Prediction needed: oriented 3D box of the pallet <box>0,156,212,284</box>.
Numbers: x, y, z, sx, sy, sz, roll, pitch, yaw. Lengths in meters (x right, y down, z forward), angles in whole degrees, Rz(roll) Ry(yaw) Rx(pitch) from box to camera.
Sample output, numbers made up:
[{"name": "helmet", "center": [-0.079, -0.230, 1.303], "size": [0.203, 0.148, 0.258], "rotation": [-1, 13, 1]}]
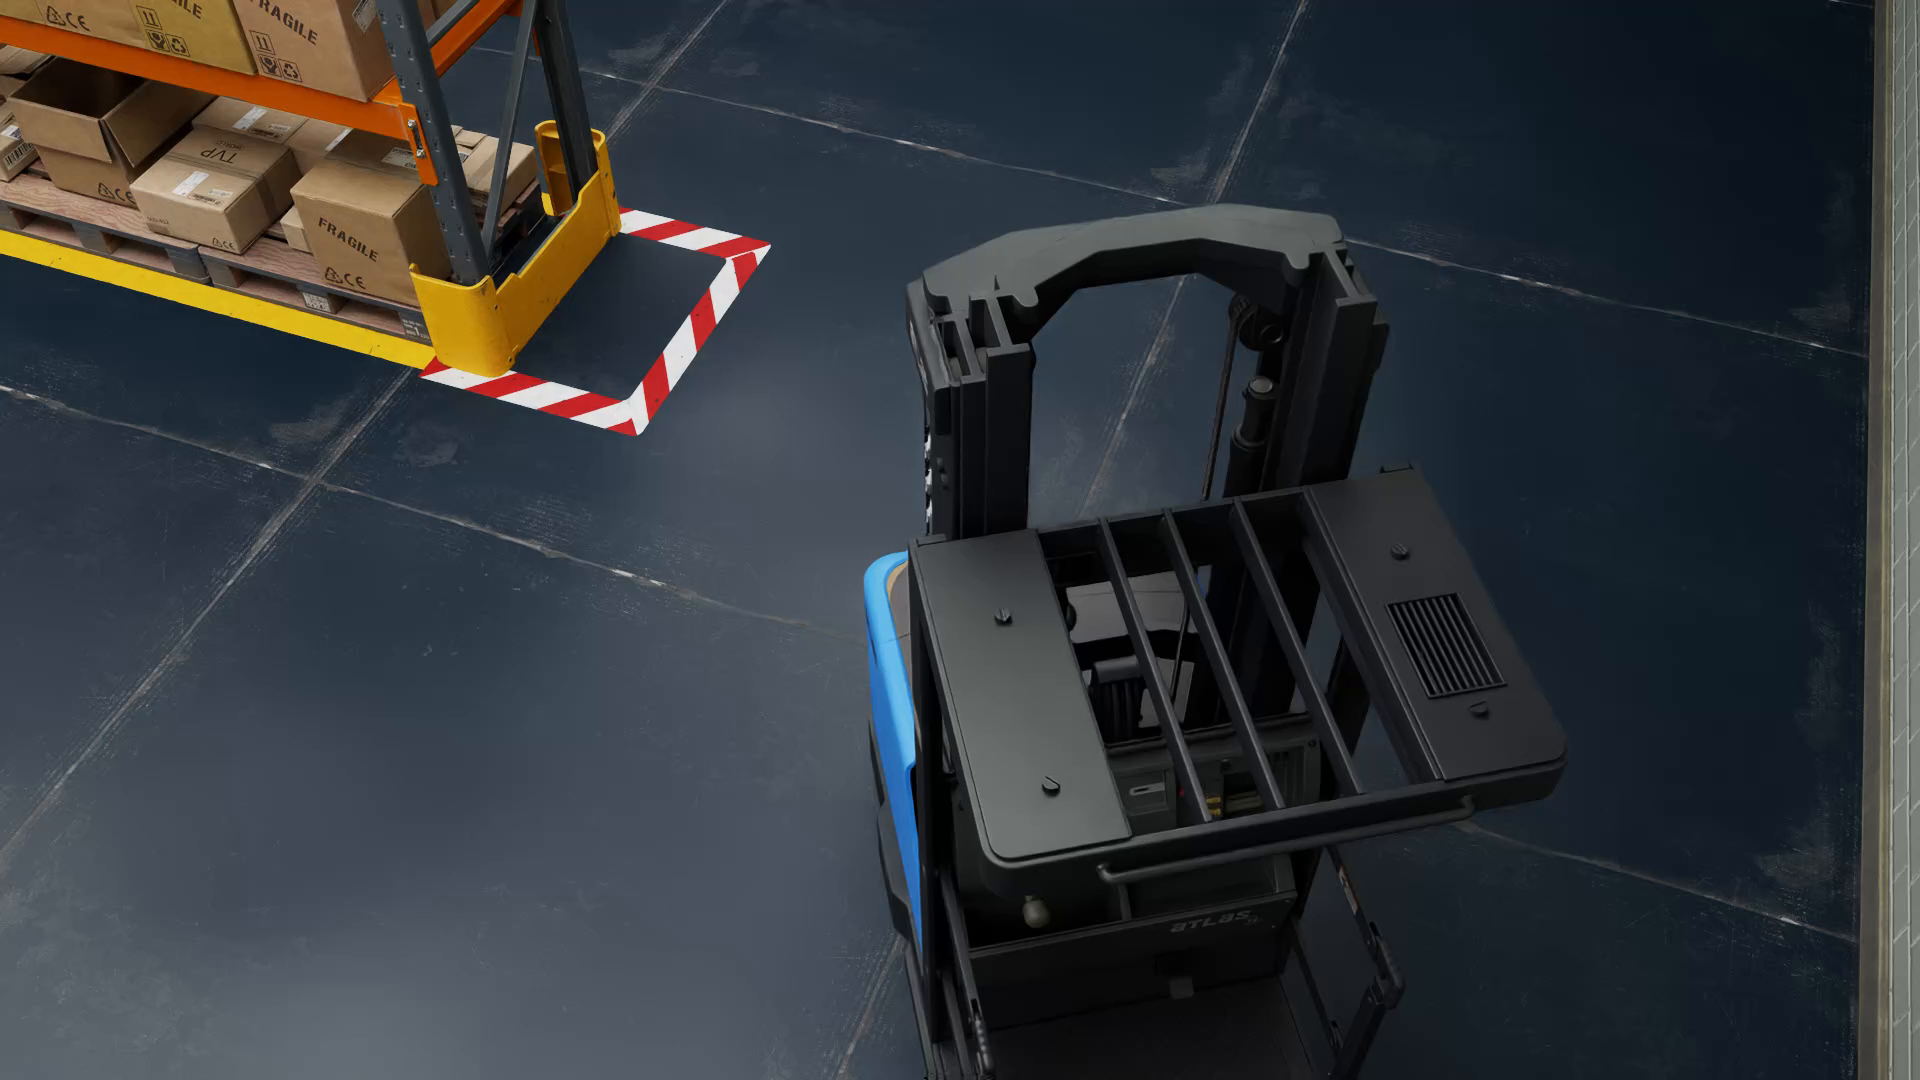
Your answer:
[{"name": "pallet", "center": [-3.842, -1.748, 7.992], "size": [1.213, 0.211, 1.003], "rotation": [16, 51, 13]}]

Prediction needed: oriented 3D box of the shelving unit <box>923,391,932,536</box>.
[{"name": "shelving unit", "center": [0.008, -0.293, 6.275], "size": [0.210, 0.900, 0.258], "rotation": [16, 51, 13]}]

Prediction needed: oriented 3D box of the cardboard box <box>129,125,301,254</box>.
[{"name": "cardboard box", "center": [-3.358, -1.594, 7.542], "size": [0.500, 0.250, 0.500], "rotation": [16, 51, 13]}]

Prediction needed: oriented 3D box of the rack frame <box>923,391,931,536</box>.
[{"name": "rack frame", "center": [-0.088, -0.319, 6.298], "size": [0.006, 0.900, 0.240], "rotation": [16, 51, 13]}]

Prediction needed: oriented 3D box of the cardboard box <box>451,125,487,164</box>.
[{"name": "cardboard box", "center": [-2.390, -1.748, 7.730], "size": [0.250, 0.166, 0.380], "rotation": [16, 51, 13]}]

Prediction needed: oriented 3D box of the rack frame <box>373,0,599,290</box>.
[{"name": "rack frame", "center": [-1.882, -2.113, 6.463], "size": [0.127, 3.000, 1.000], "rotation": [16, 51, 13]}]

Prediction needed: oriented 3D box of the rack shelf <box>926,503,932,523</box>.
[{"name": "rack shelf", "center": [0.008, -0.153, 6.436], "size": [0.200, 0.077, 0.258], "rotation": [16, 51, 13]}]

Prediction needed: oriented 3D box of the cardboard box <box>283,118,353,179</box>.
[{"name": "cardboard box", "center": [-2.763, -1.831, 7.747], "size": [0.500, 0.250, 0.500], "rotation": [16, 51, 13]}]

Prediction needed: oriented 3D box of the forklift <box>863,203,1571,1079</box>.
[{"name": "forklift", "center": [0.487, 0.814, 3.972], "size": [1.130, 2.935, 3.031], "rotation": [-9, 50, -8]}]

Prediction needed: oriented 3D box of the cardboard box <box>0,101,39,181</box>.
[{"name": "cardboard box", "center": [-4.500, -1.894, 7.857], "size": [0.250, 0.166, 0.380], "rotation": [16, 51, 13]}]

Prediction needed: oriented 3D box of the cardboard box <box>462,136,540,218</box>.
[{"name": "cardboard box", "center": [-2.156, -1.677, 7.680], "size": [0.250, 0.149, 0.380], "rotation": [16, 51, 13]}]

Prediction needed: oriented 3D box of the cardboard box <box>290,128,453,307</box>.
[{"name": "cardboard box", "center": [-2.477, -1.406, 7.213], "size": [0.500, 0.500, 0.500], "rotation": [16, 51, 13]}]

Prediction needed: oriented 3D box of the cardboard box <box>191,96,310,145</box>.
[{"name": "cardboard box", "center": [-3.232, -1.962, 7.860], "size": [0.500, 0.250, 0.500], "rotation": [16, 51, 13]}]

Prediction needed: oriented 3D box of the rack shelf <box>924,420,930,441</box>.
[{"name": "rack shelf", "center": [0.008, -0.448, 6.096], "size": [0.200, 0.077, 0.258], "rotation": [16, 51, 13]}]

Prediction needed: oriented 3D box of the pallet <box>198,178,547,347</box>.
[{"name": "pallet", "center": [-2.701, -1.427, 7.714], "size": [1.213, 0.211, 1.003], "rotation": [16, 51, 13]}]

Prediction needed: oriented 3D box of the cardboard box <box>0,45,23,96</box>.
[{"name": "cardboard box", "center": [-4.629, -2.367, 8.278], "size": [0.250, 0.149, 0.380], "rotation": [16, 51, 13]}]

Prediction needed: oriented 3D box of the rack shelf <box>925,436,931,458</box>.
[{"name": "rack shelf", "center": [0.008, -0.389, 6.164], "size": [0.200, 0.077, 0.258], "rotation": [16, 51, 13]}]

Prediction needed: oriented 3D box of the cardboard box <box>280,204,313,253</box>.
[{"name": "cardboard box", "center": [-2.826, -1.467, 7.487], "size": [0.250, 0.166, 0.380], "rotation": [16, 51, 13]}]

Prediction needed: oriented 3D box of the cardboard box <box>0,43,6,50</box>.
[{"name": "cardboard box", "center": [-5.001, -2.538, 8.194], "size": [0.500, 0.500, 0.500], "rotation": [16, 51, 13]}]

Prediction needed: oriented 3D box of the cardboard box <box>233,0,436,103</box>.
[{"name": "cardboard box", "center": [-2.396, -2.070, 6.359], "size": [0.500, 0.500, 0.500], "rotation": [17, 51, 14]}]

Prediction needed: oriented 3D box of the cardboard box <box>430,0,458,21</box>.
[{"name": "cardboard box", "center": [-2.207, -2.449, 6.688], "size": [0.500, 0.500, 0.500], "rotation": [17, 51, 14]}]

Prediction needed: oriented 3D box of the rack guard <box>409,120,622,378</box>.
[{"name": "rack guard", "center": [-1.953, -1.314, 7.425], "size": [0.348, 0.500, 1.175], "rotation": [16, 51, 13]}]

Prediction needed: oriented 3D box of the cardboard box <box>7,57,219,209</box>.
[{"name": "cardboard box", "center": [-3.870, -1.998, 7.725], "size": [0.637, 0.503, 0.797], "rotation": [16, 51, 13]}]

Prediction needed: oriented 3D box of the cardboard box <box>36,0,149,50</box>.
[{"name": "cardboard box", "center": [-3.350, -2.338, 6.592], "size": [0.500, 0.500, 0.500], "rotation": [16, 51, 13]}]

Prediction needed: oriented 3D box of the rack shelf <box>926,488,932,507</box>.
[{"name": "rack shelf", "center": [0.008, -0.212, 6.368], "size": [0.200, 0.077, 0.258], "rotation": [16, 51, 13]}]

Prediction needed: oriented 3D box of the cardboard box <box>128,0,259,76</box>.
[{"name": "cardboard box", "center": [-2.884, -2.203, 6.475], "size": [0.500, 0.500, 0.500], "rotation": [16, 51, 13]}]

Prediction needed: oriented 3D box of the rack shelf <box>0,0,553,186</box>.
[{"name": "rack shelf", "center": [-3.758, -2.401, 7.189], "size": [4.000, 0.370, 1.077], "rotation": [16, 51, 13]}]

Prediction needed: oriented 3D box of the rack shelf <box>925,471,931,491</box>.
[{"name": "rack shelf", "center": [0.008, -0.271, 6.300], "size": [0.200, 0.077, 0.258], "rotation": [16, 51, 13]}]

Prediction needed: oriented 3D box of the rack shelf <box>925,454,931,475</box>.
[{"name": "rack shelf", "center": [0.008, -0.330, 6.232], "size": [0.200, 0.077, 0.258], "rotation": [16, 51, 13]}]

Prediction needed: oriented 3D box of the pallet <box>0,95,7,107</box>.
[{"name": "pallet", "center": [-4.990, -2.066, 8.268], "size": [1.213, 0.211, 1.003], "rotation": [16, 51, 13]}]

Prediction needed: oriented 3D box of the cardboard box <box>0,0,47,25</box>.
[{"name": "cardboard box", "center": [-3.823, -2.470, 6.706], "size": [0.500, 0.500, 0.500], "rotation": [15, 51, 13]}]

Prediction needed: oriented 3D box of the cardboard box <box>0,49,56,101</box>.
[{"name": "cardboard box", "center": [-4.298, -2.279, 8.095], "size": [0.500, 0.311, 0.500], "rotation": [16, 51, 13]}]
